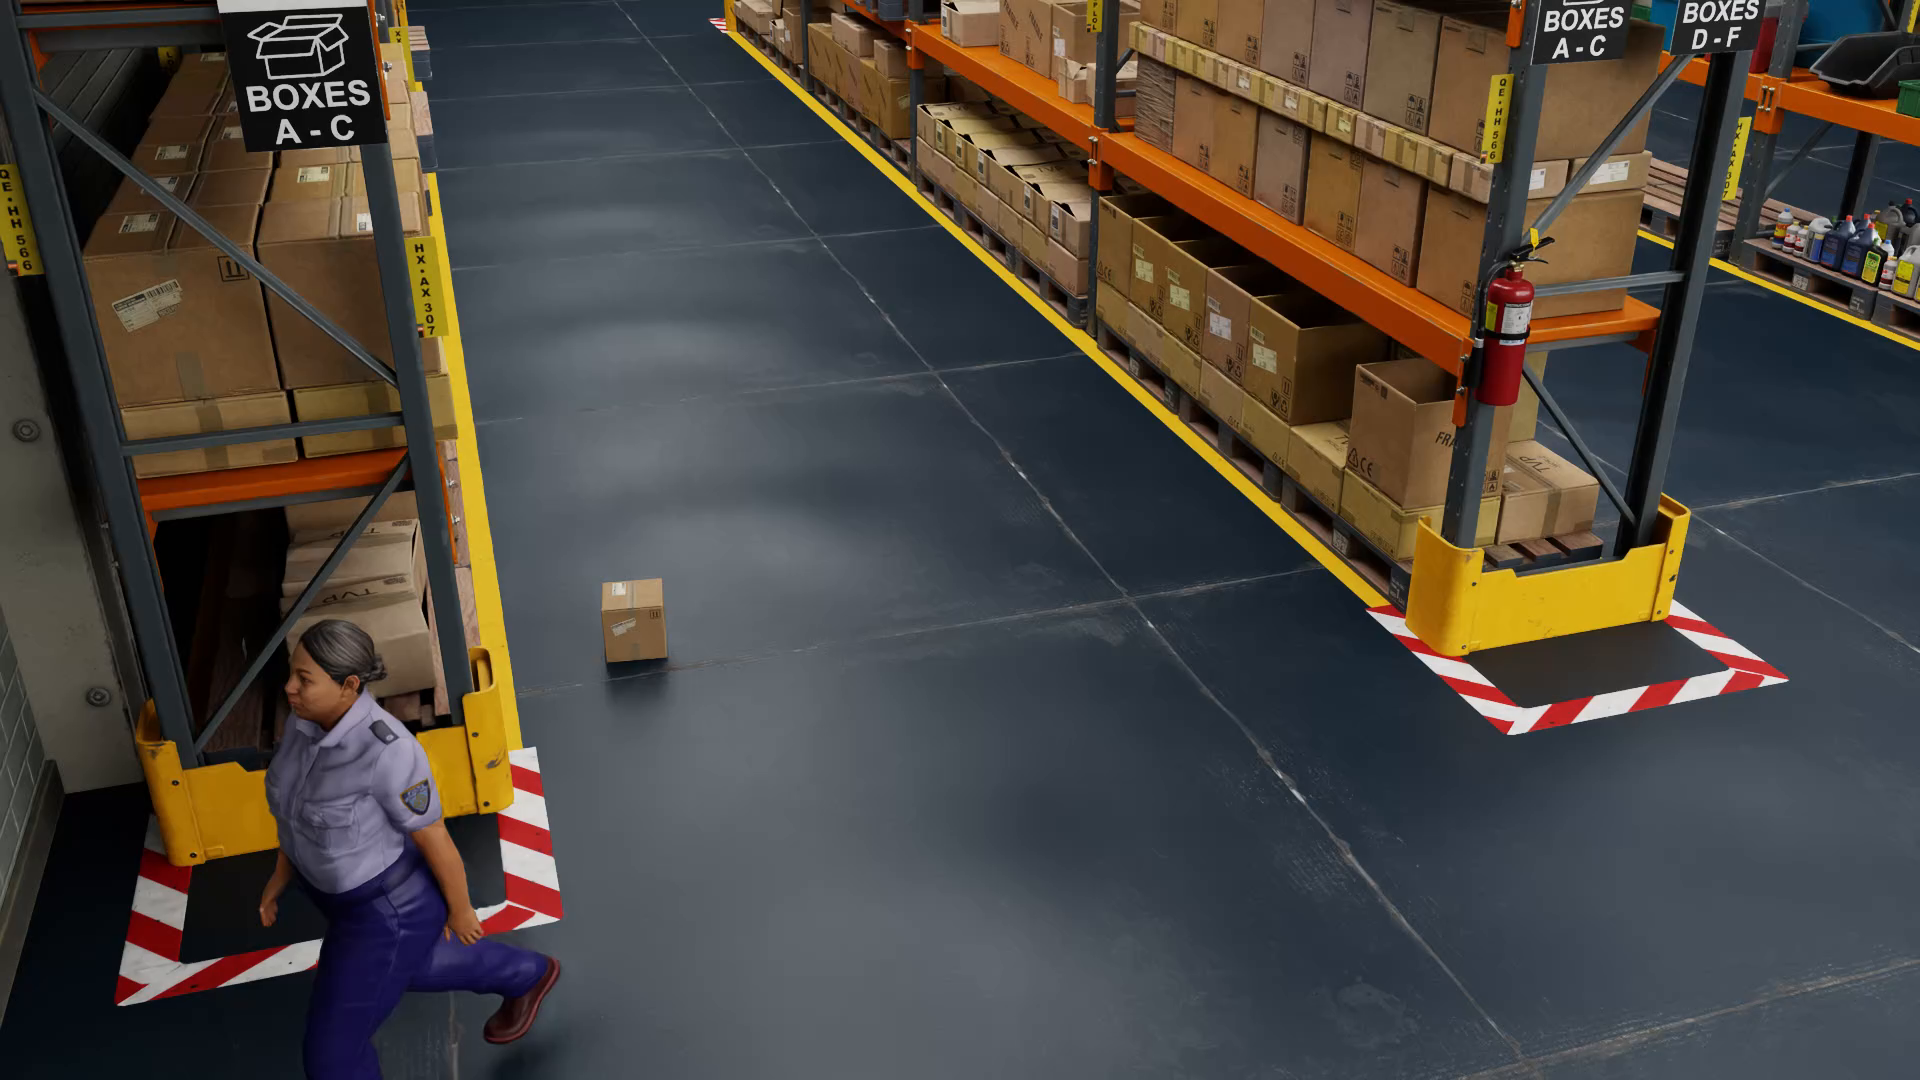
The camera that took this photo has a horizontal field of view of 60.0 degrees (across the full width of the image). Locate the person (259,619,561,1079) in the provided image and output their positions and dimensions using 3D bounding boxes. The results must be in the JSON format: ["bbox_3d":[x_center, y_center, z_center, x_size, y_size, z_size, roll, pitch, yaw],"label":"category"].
[{"bbox_3d":[-1.510,0.898,4.339,1.005,1.598,0.482,-22,34,-37],"label":"person"}]
